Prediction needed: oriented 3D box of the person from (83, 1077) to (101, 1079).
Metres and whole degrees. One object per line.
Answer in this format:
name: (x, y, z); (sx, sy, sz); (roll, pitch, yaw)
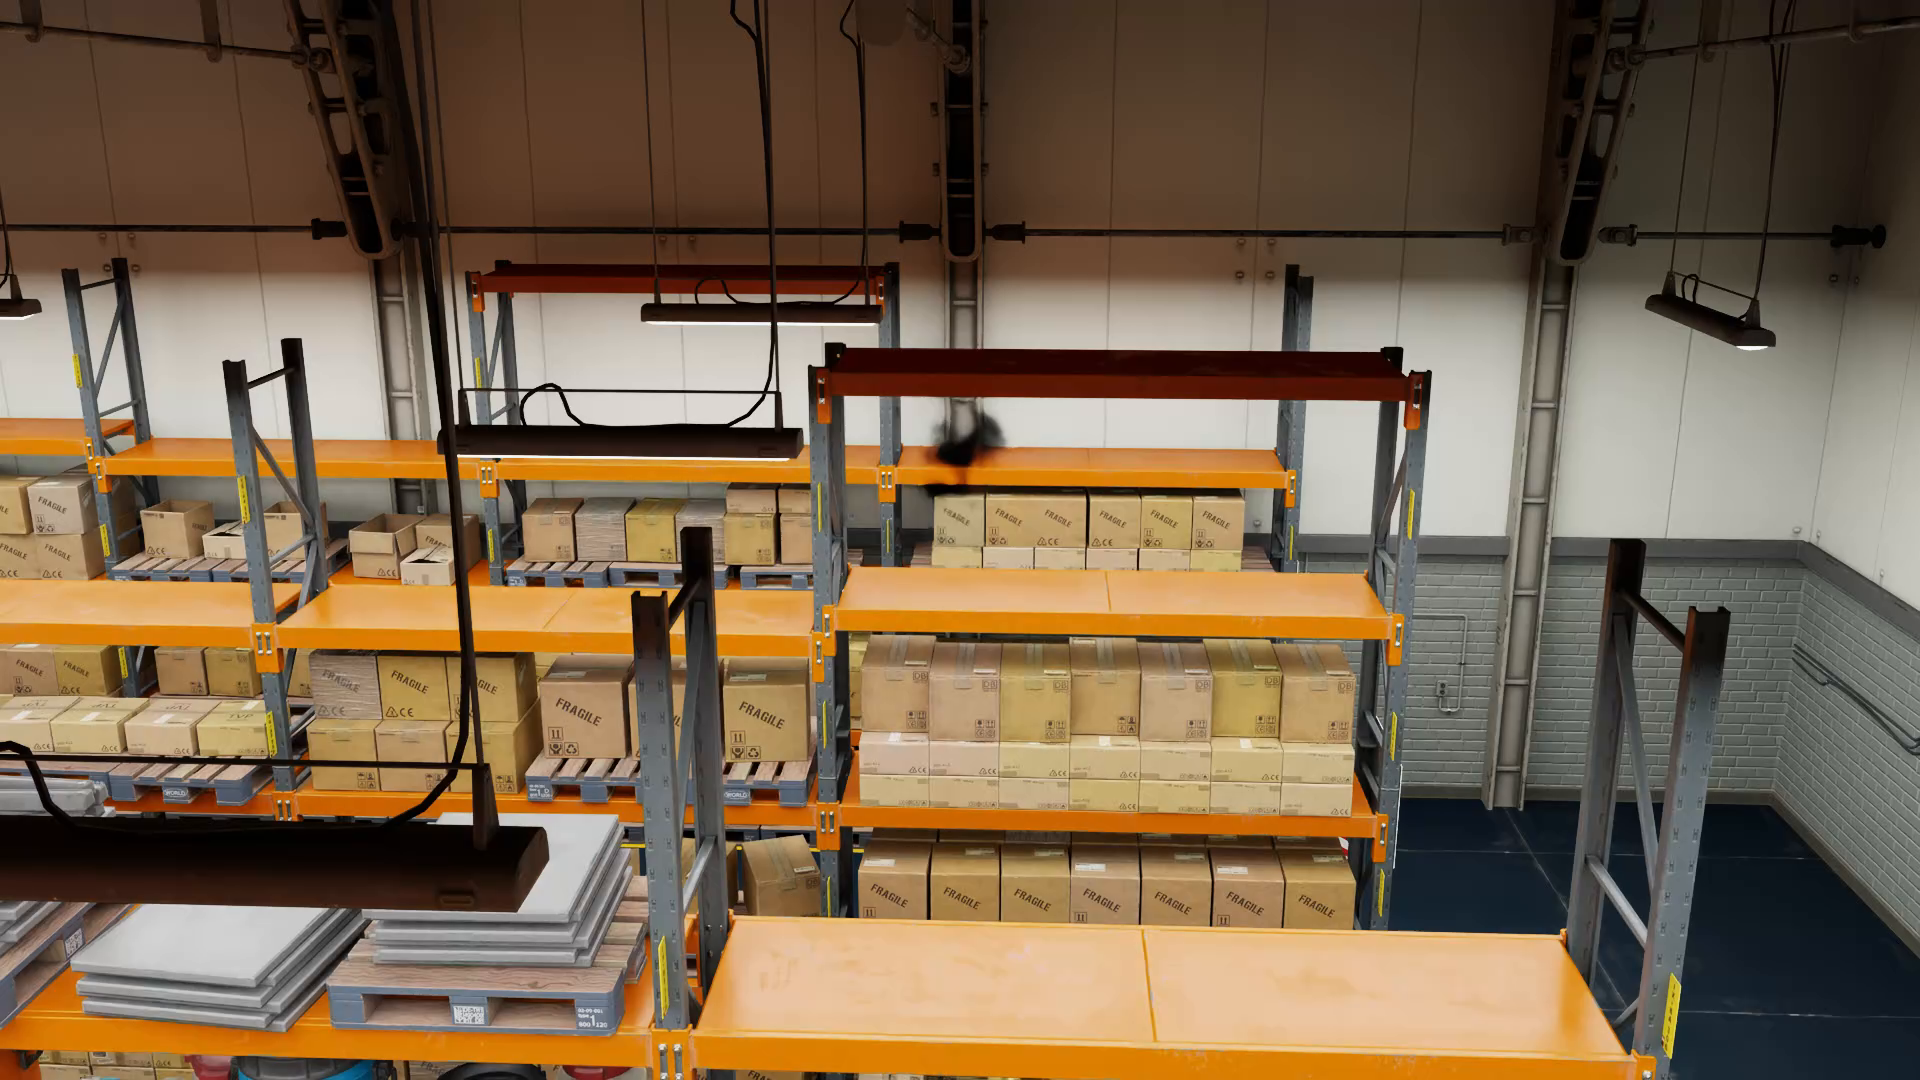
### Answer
person: (-5.585, 4.285, 10.917); (0.710, 1.702, 0.596); (0, 16, 1)
